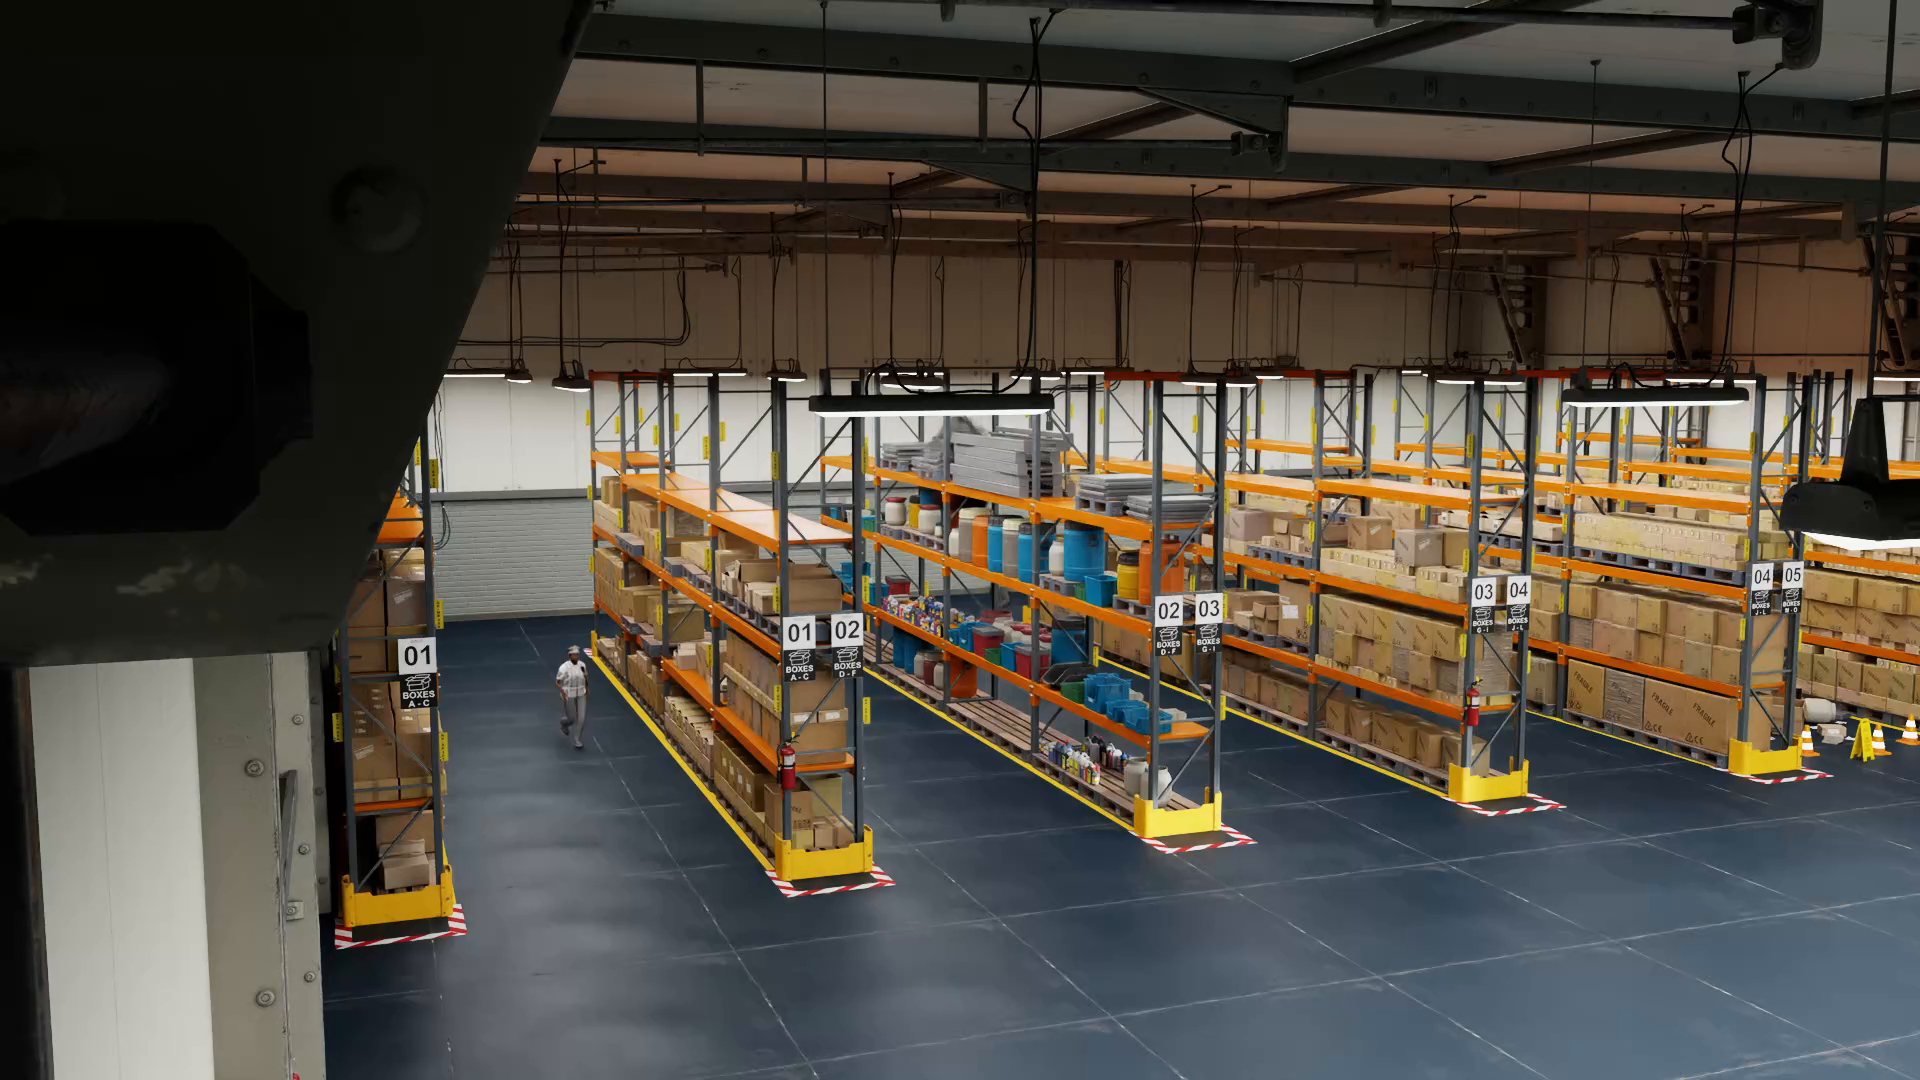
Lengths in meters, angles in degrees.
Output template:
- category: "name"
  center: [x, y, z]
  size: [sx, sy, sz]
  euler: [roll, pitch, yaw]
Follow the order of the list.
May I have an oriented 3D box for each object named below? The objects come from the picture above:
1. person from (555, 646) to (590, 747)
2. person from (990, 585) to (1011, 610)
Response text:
- category: "person"
  center: [-6.282, 2.514, 26.992]
  size: [0.586, 1.647, 0.653]
  euler: [-4, 8, -33]
- category: "person"
  center: [0.896, 1.136, 39.442]
  size: [0.553, 1.627, 0.558]
  euler: [-1, 7, -11]
